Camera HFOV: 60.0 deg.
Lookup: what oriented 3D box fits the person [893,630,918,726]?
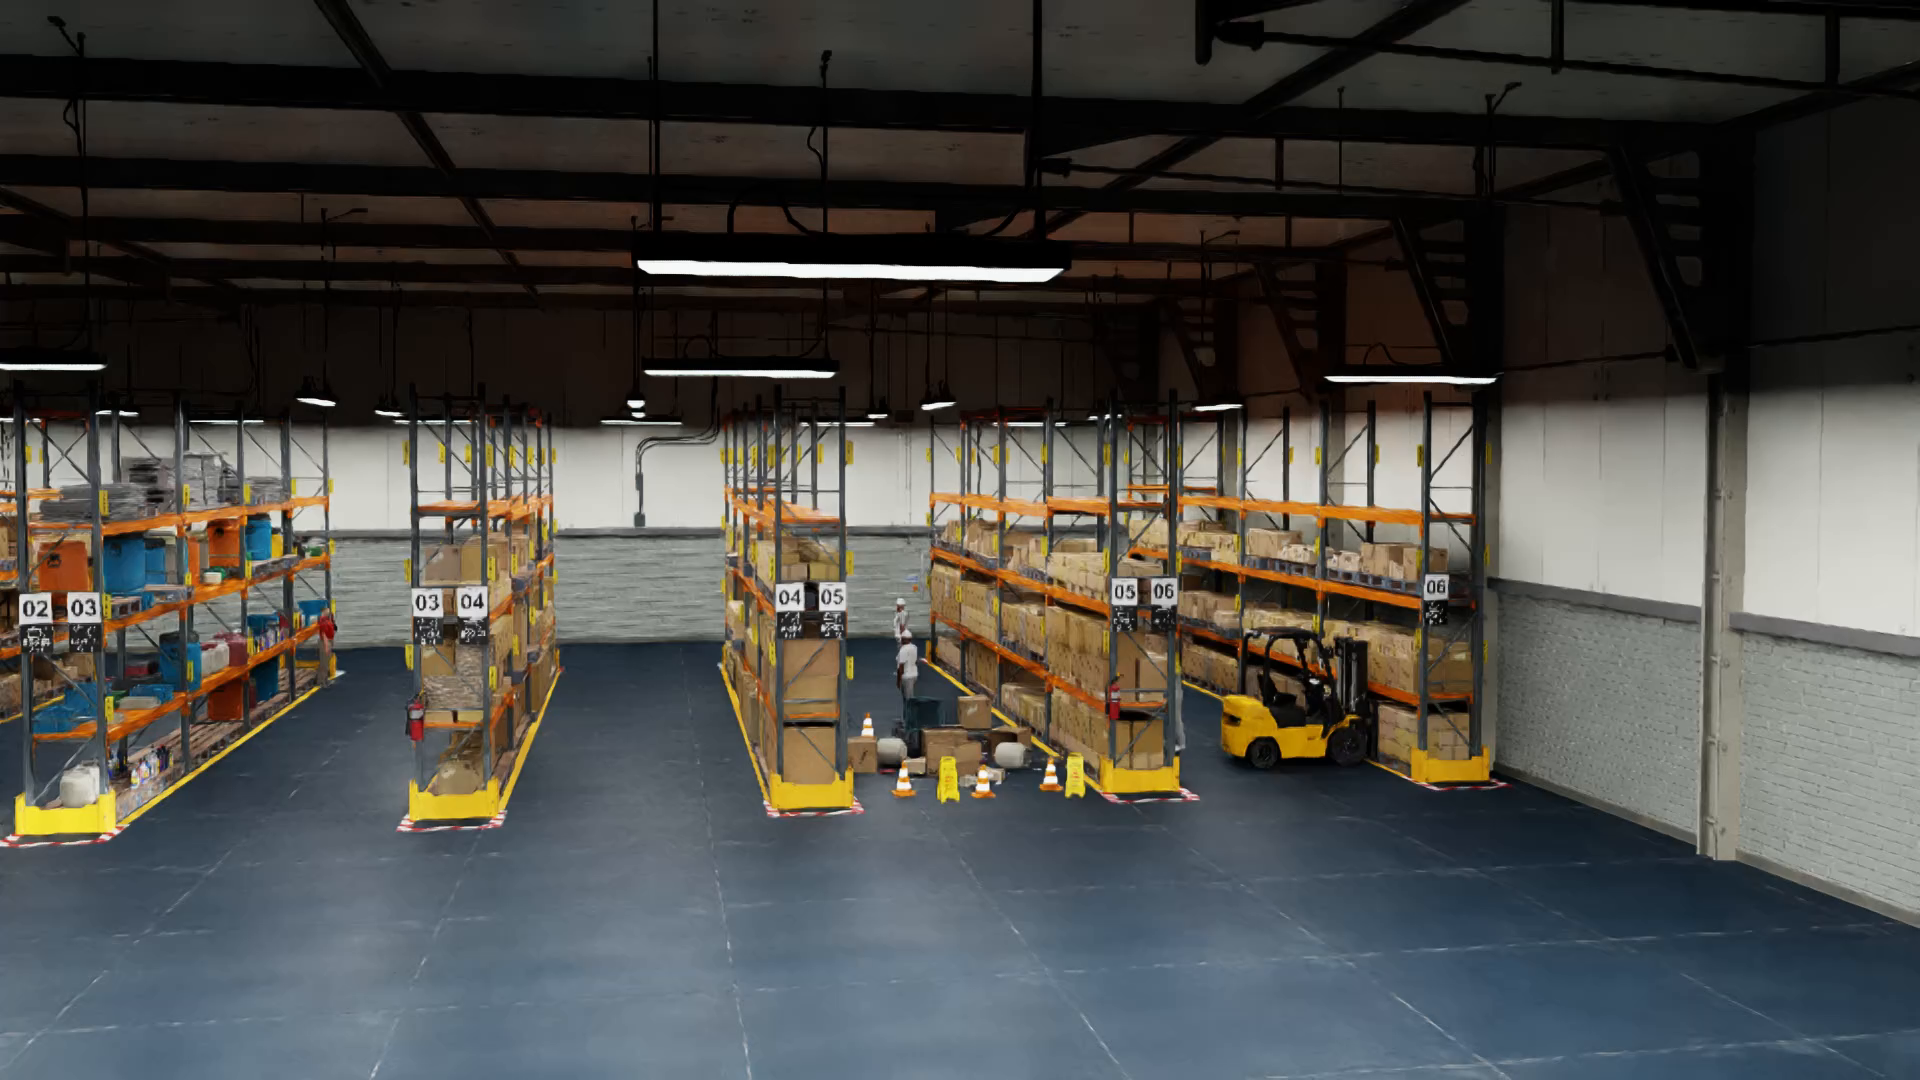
[{"bbox_3d":[-1.013,2.541,30.841,0.580,1.763,0.673,1,3,19],"label":"person"}]

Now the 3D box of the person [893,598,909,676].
[{"bbox_3d":[-1.322,2.196,37.523,0.404,1.786,0.655,0,3,-1],"label":"person"}]

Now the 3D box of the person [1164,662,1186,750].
[{"bbox_3d":[3.609,2.712,28.368,0.569,1.668,0.563,1,3,22],"label":"person"}]

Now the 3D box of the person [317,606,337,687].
[{"bbox_3d":[-13.774,2.292,36.125,0.409,1.729,0.651,-1,3,-21],"label":"person"}]
